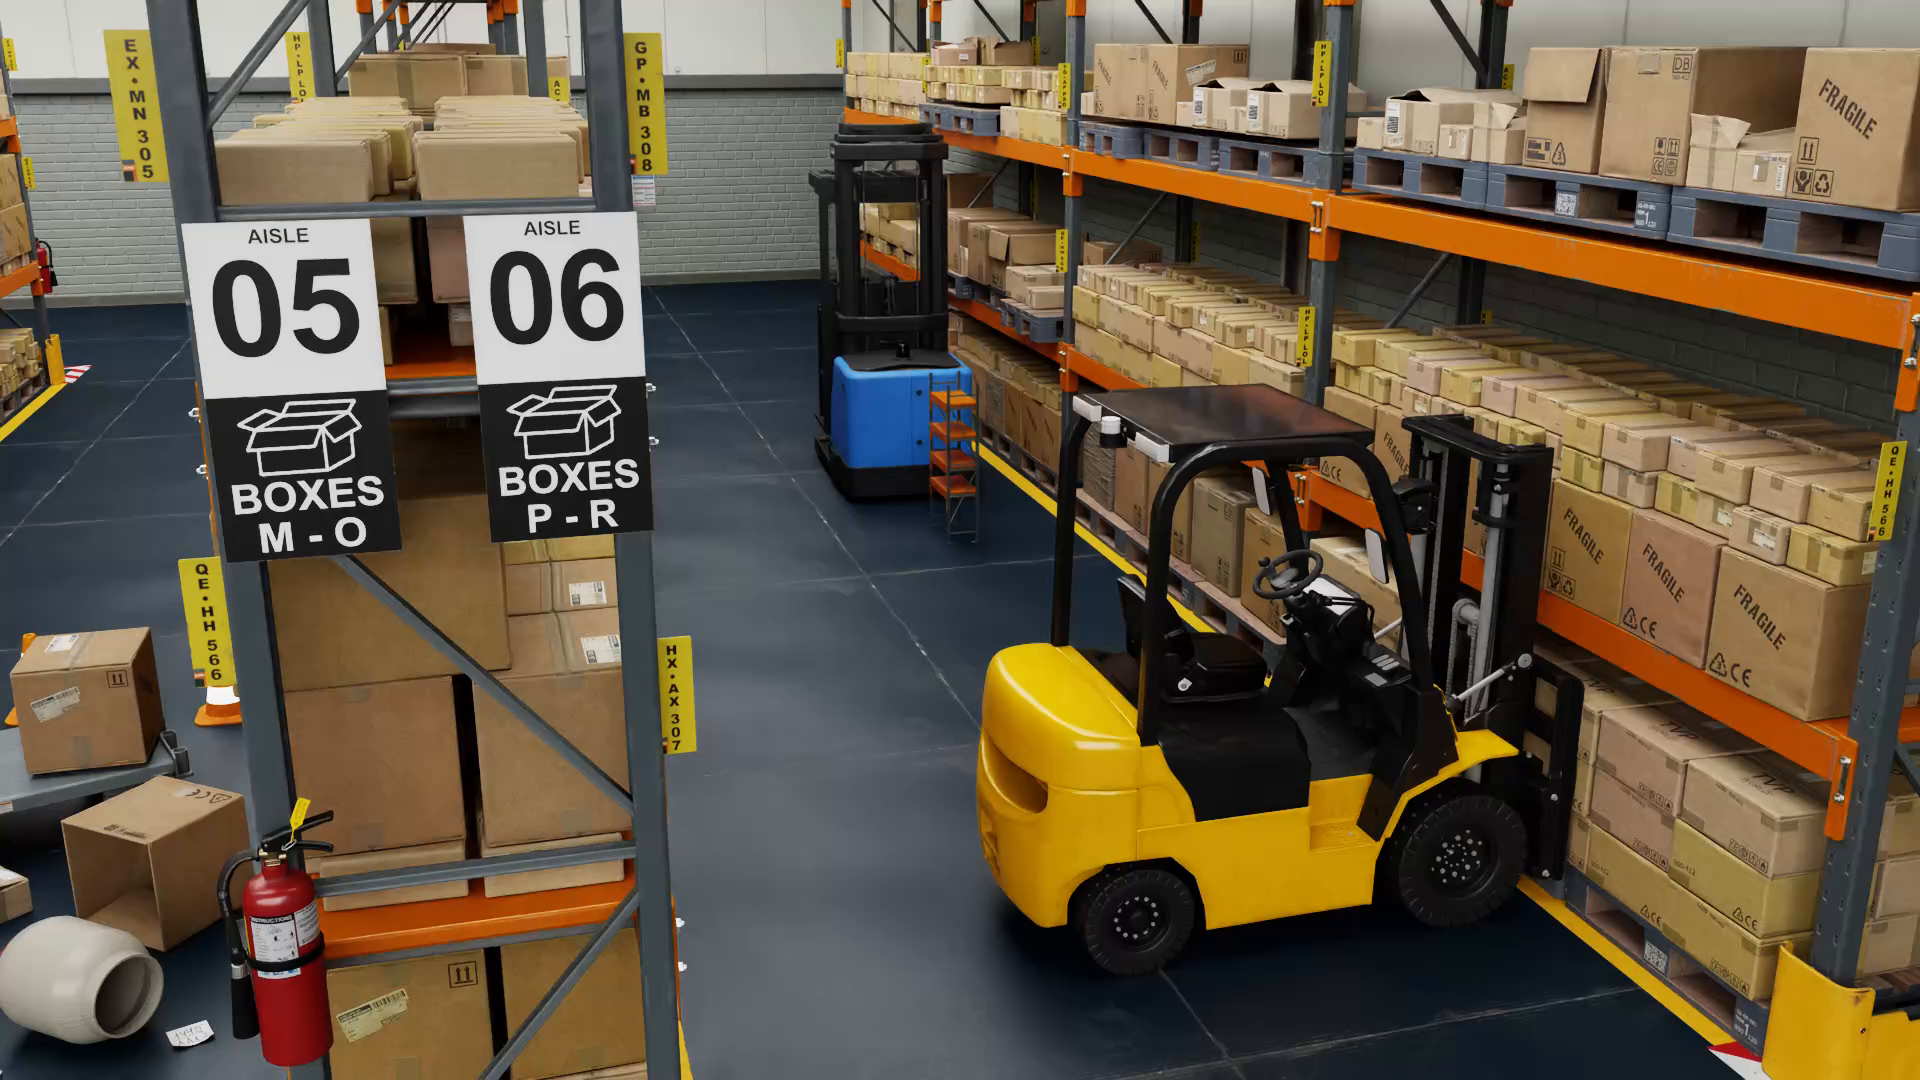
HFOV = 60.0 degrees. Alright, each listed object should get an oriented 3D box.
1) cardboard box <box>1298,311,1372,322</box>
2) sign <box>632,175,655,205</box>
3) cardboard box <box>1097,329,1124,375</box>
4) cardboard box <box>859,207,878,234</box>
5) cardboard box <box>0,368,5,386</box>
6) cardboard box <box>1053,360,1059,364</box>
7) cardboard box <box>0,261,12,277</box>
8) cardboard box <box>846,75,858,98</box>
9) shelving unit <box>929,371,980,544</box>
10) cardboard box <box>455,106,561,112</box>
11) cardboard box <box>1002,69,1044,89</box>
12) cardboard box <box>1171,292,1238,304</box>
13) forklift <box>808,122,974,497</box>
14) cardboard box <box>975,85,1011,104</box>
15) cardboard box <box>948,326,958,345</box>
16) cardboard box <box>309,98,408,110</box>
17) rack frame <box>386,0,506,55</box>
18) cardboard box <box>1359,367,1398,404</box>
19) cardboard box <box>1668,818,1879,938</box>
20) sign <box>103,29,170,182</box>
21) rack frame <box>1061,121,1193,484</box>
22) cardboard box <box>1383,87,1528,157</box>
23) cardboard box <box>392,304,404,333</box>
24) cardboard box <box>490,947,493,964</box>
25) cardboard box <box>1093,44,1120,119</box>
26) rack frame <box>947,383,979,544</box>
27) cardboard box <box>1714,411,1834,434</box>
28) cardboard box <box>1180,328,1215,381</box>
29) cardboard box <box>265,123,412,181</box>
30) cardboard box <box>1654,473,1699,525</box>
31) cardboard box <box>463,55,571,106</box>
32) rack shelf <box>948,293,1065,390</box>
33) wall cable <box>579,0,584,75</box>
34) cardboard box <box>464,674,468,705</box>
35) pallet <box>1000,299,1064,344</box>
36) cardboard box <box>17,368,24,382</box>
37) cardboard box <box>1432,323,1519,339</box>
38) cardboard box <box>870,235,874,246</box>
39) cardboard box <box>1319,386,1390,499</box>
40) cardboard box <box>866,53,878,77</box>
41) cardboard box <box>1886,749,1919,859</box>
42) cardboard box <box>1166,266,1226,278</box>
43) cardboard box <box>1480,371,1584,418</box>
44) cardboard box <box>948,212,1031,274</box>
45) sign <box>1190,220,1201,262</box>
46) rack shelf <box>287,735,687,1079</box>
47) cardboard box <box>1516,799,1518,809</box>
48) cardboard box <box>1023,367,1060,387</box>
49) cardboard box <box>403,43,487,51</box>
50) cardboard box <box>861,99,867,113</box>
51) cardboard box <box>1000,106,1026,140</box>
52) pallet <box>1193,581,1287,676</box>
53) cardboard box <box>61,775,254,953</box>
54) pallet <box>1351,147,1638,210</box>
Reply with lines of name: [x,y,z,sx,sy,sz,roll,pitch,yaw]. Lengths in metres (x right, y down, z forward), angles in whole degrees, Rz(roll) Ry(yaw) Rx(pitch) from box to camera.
cardboard box: [2.329,-1.322,10.338,0.380,0.149,0.250,-5,17,-16]
sign: [-4.763,-5.293,25.024,0.329,0.494,0.001,-5,17,-15]
cardboard box: [1.322,-1.386,12.112,0.500,0.250,0.500,-5,17,-16]
cardboard box: [-0.893,-3.736,19.421,0.500,0.250,0.500,-5,17,-15]
cardboard box: [-9.527,-1.562,16.146,0.380,0.149,0.250,-5,17,-15]
cardboard box: [1.051,-1.576,14.973,0.380,0.149,0.250,-5,17,-15]
cardboard box: [-9.831,-2.743,16.805,0.380,0.149,0.250,-4,17,-14]
cardboard box: [-1.038,-5.315,19.462,0.500,0.250,0.500,-5,17,-16]
shelving unit: [-0.046,-0.620,12.432,0.258,1.200,0.503,-5,17,-15]
cardboard box: [-1.653,-1.514,6.113,0.380,0.149,0.250,-4,17,-15]
cardboard box: [0.566,-3.868,13.951,0.380,0.149,0.250,-5,17,-15]
cardboard box: [1.635,-1.566,11.150,0.380,0.149,0.250,-5,17,-15]
forklift: [-0.697,-2.130,14.447,1.130,2.935,3.031,-4,17,-12]
cardboard box: [0.349,-3.874,14.453,0.380,0.149,0.250,-4,17,-14]
cardboard box: [0.045,-2.040,16.517,0.380,0.149,0.250,-4,17,-13]
cardboard box: [-2.499,-1.755,6.917,0.380,0.149,0.250,-4,17,-14]
rack frame: [-4.569,-5.325,14.539,1.000,3.000,0.127,-5,17,-15]
cardboard box: [2.308,-0.811,8.636,0.380,0.149,0.250,-4,17,-14]
cardboard box: [3.066,1.240,6.290,0.500,0.250,0.500,-5,17,-16]
sign: [-1.811,-0.955,3.665,0.100,0.325,0.005,-5,17,-15]
rack frame: [1.301,-1.739,13.028,1.000,3.000,0.127,-5,17,-15]
cardboard box: [2.395,-2.026,8.021,0.500,0.311,0.500,-4,17,-14]
cardboard box: [-1.779,-0.668,4.685,0.380,0.149,0.250,-4,17,-14]
cardboard box: [-1.889,1.279,5.727,0.500,0.500,0.500,-4,17,-13]
cardboard box: [1.266,-3.253,11.776,0.500,0.500,0.500,-5,17,-15]
rack frame: [0.022,-0.553,12.207,0.240,1.200,0.015,-5,17,-15]
cardboard box: [3.337,-0.425,6.833,0.380,0.149,0.250,-4,17,-14]
cardboard box: [1.737,-1.200,10.623,0.500,0.250,0.500,-4,17,-14]
cardboard box: [-1.790,-1.119,4.800,0.380,0.149,0.250,-5,17,-15]
cardboard box: [2.967,-0.173,6.513,0.380,0.149,0.250,-5,17,-16]
cardboard box: [-2.293,-2.375,8.592,0.500,0.250,0.500,-5,17,-16]
rack shelf: [0.752,-1.948,14.973,1.077,0.370,4.000,-5,17,-15]
wall cable: [-4.090,-8.269,24.274,2.988,3.039,0.133,-5,17,-15]
cardboard box: [-1.953,0.271,5.646,0.500,0.500,0.500,-5,17,-16]
pallet: [1.048,-1.829,13.661,1.213,0.211,1.003,-5,17,-15]
cardboard box: [-9.897,-1.703,17.133,0.380,0.149,0.250,-5,17,-16]
cardboard box: [2.779,-1.069,8.980,0.380,0.149,0.250,-5,17,-15]
cardboard box: [-0.840,-3.508,19.352,0.380,0.149,0.250,-4,17,-14]
cardboard box: [2.272,-0.537,8.853,0.500,0.500,0.500,-5,17,-17]
cardboard box: [-0.744,-5.276,18.463,0.500,0.250,0.500,-5,17,-16]
cardboard box: [3.550,0.963,6.345,0.500,0.250,0.500,-5,17,-16]
cardboard box: [1.765,-1.960,12.463,0.380,0.149,0.250,-4,17,-14]
cardboard box: [2.633,-0.672,7.657,0.380,0.149,0.250,-5,17,-15]
cardboard box: [0.262,-2.800,15.655,0.700,0.500,0.500,-5,17,-15]
sign: [1.834,-2.339,13.011,0.100,0.325,0.005,-5,17,-15]
rack shelf: [-1.821,0.658,6.297,1.077,0.370,4.000,-5,17,-15]
cardboard box: [2.646,1.065,7.742,0.500,0.250,0.500,-4,17,-13]
cardboard box: [0.759,-1.396,14.374,0.380,0.149,0.250,-4,17,-14]
cardboard box: [-4.971,-4.558,16.114,0.797,0.503,0.637,-3,17,-11]
cardboard box: [-0.912,-4.942,18.913,0.380,0.149,0.250,-4,17,-14]
cardboard box: [0.650,-3.504,13.950,0.500,0.250,0.500,-5,17,-15]
pallet: [2.161,0.502,10.414,1.003,0.211,1.213,-5,17,-15]
cardboard box: [-3.385,1.361,7.049,0.500,0.500,0.500,7,18,23]
pallet: [2.660,-1.793,8.147,1.003,0.211,1.213,-5,17,-15]
